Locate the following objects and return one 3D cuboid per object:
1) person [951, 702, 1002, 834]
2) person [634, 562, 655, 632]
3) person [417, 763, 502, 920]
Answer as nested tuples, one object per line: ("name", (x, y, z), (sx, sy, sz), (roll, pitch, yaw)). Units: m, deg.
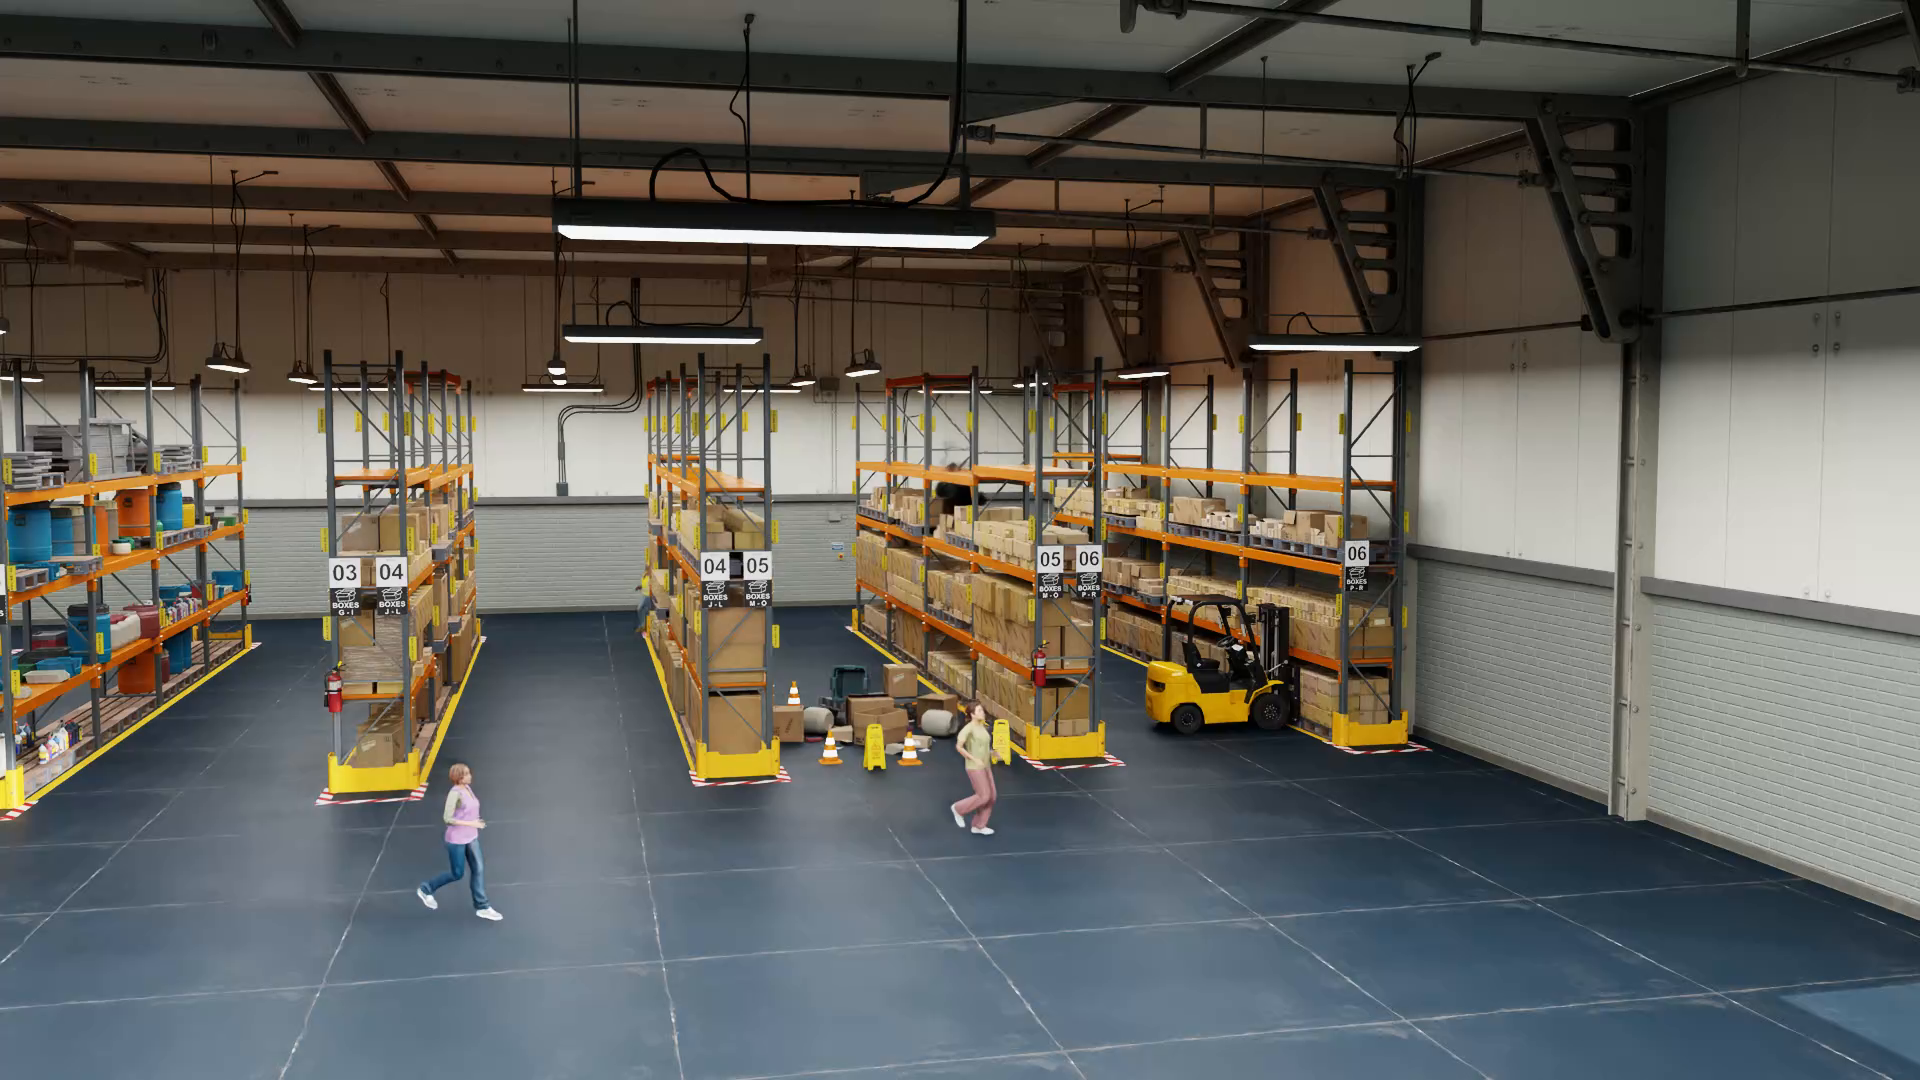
("person", (0.192, 2.776, 20.314), (0.568, 1.619, 0.578), (2, 5, 29))
("person", (-7.484, 1.355, 40.103), (0.727, 1.801, 0.761), (-2, 5, -30))
("person", (-5.048, 3.032, 16.744), (0.885, 1.592, 0.545), (1, 4, 11))
